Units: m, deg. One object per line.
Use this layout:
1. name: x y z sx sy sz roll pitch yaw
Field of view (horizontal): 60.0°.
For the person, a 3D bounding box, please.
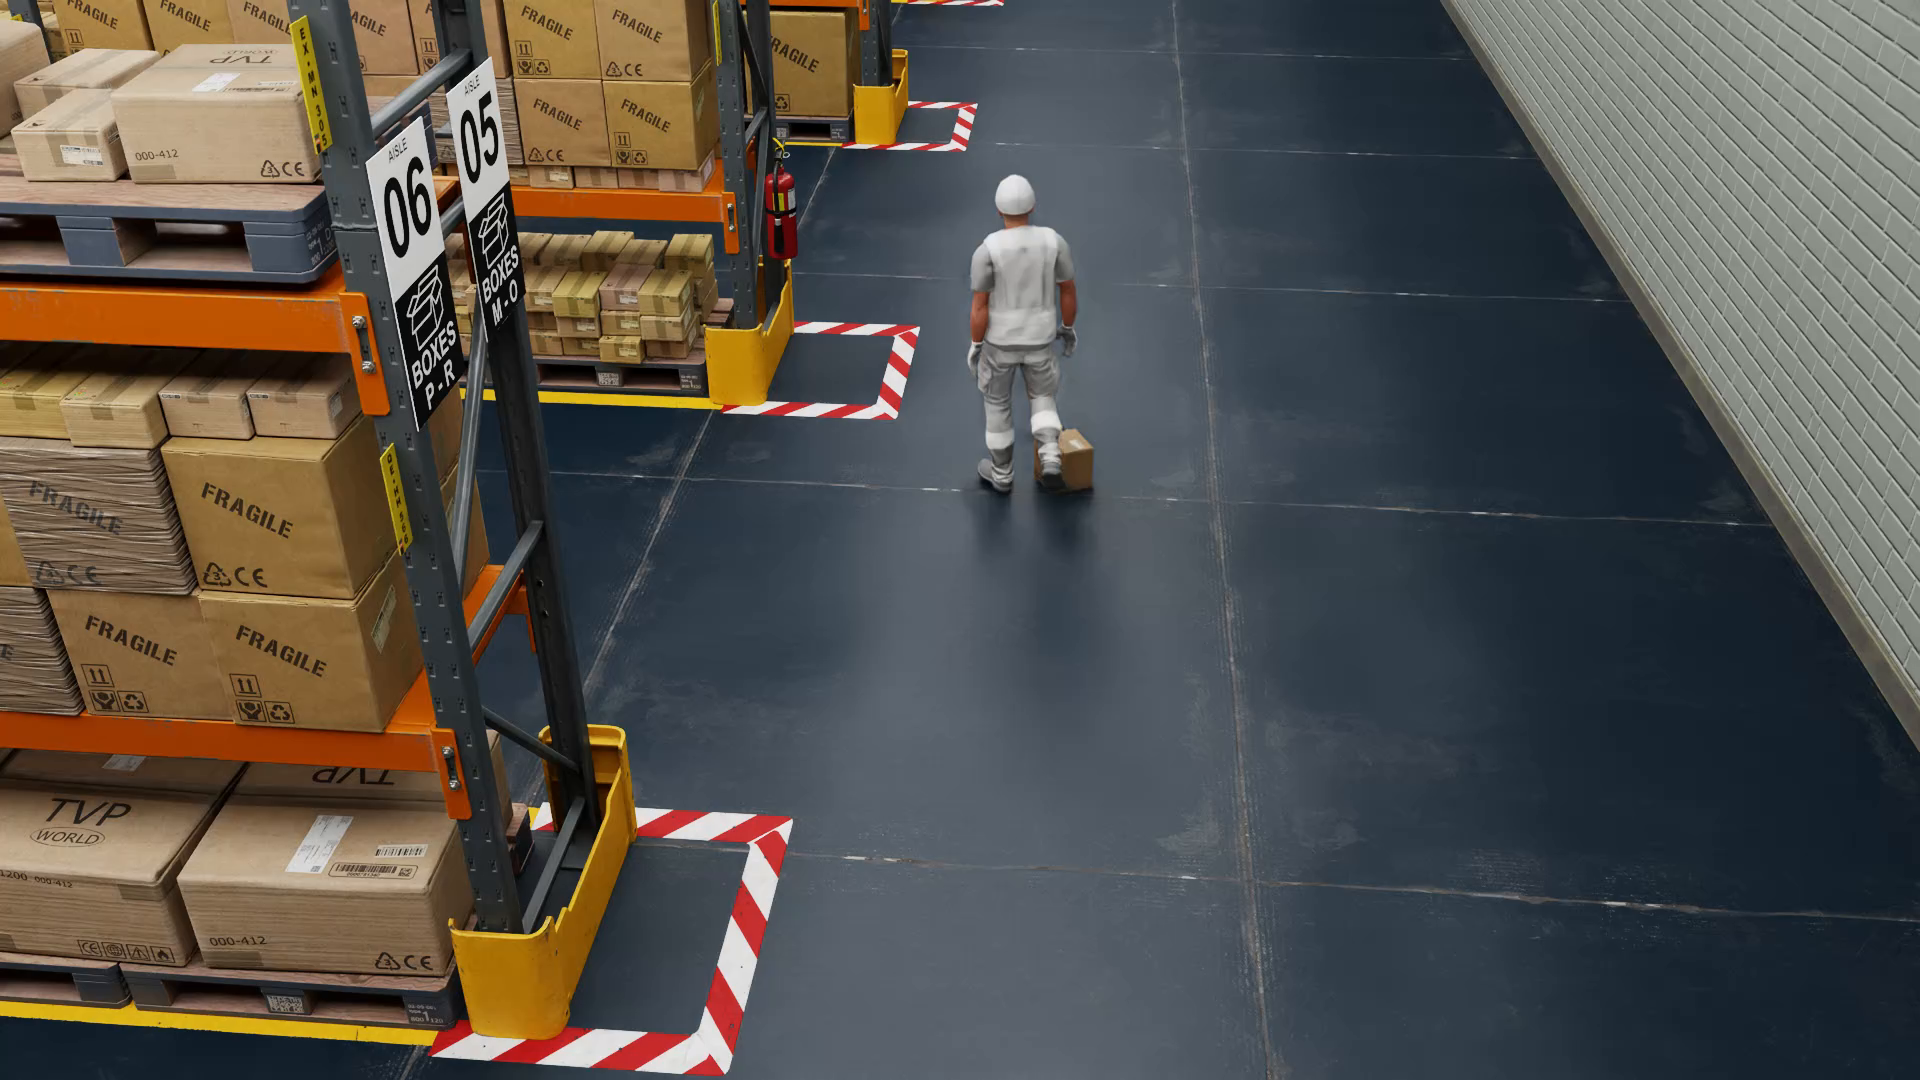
1. person: 0.350 -1.015 8.735 0.610 1.778 0.614 -6 32 -10
